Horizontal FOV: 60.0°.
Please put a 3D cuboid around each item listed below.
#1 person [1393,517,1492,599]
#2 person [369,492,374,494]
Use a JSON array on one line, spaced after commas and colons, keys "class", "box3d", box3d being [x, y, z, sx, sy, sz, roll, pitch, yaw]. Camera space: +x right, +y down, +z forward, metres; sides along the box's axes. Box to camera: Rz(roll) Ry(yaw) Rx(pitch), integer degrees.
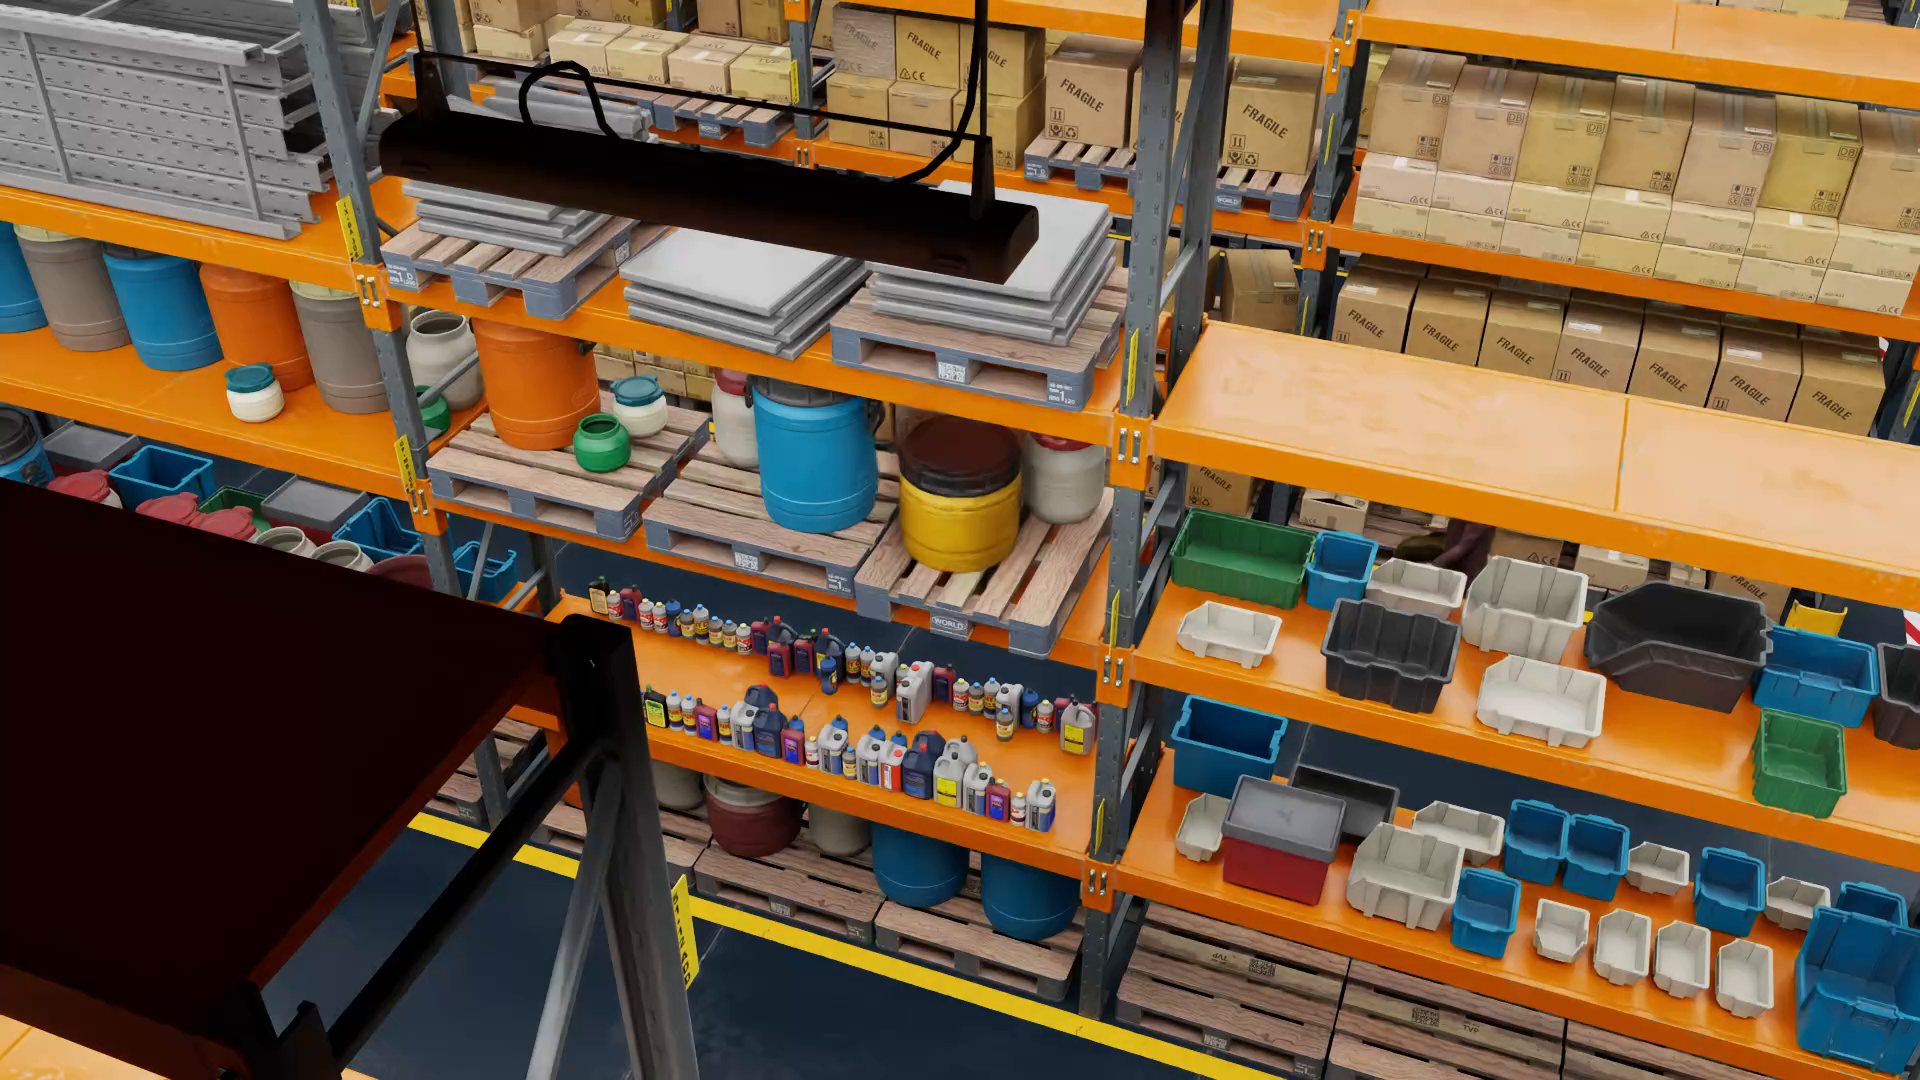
[{"class": "person", "box3d": [3.442, 0.058, 11.625, 1.126, 1.458, 0.656, 10, 38, 13]}, {"class": "person", "box3d": [-4.787, -1.087, 13.440, 0.600, 1.825, 0.576, 8, 37, 10]}]
